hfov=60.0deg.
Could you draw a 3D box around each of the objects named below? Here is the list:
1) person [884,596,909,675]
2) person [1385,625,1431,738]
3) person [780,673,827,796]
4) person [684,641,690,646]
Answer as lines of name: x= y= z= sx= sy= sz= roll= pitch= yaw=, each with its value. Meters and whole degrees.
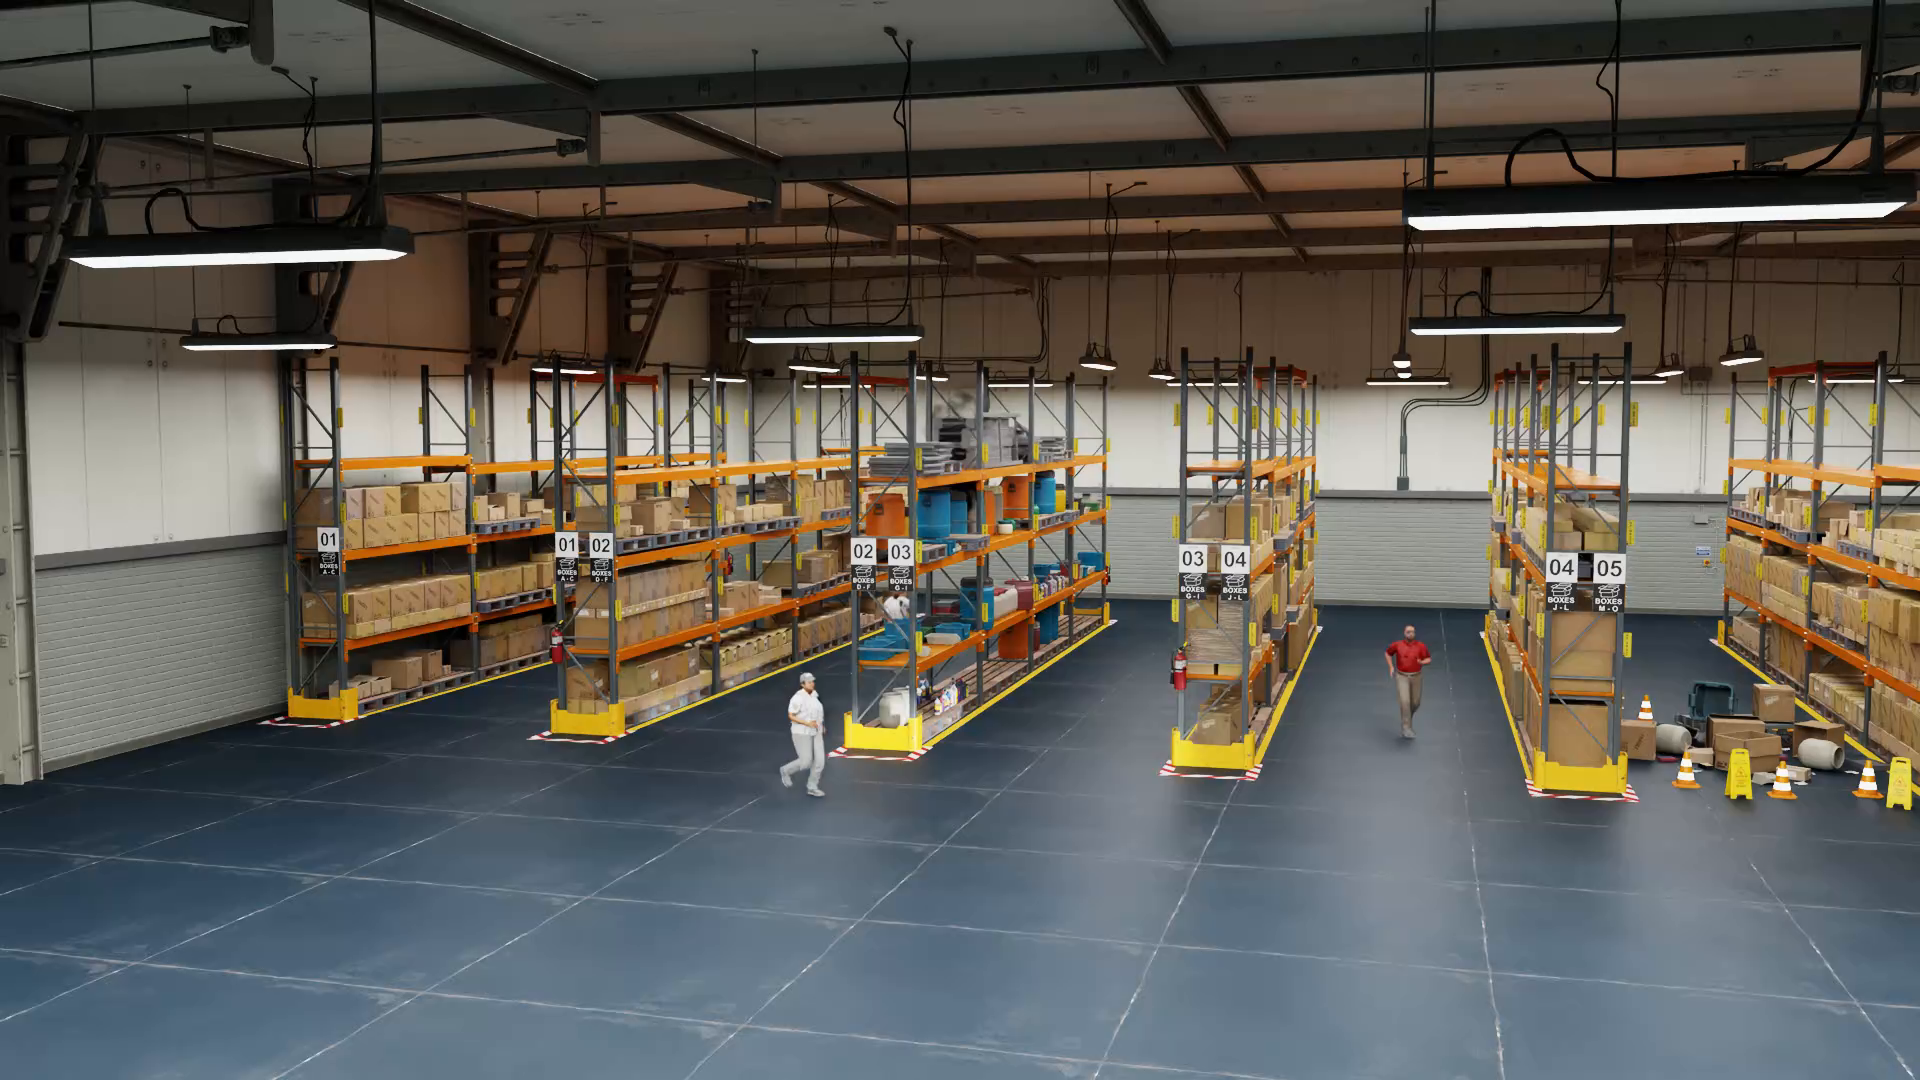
person: x=-1.167 y=1.756 z=30.663 sx=0.518 sy=1.465 sz=0.558 roll=1 pitch=4 yaw=16
person: x=7.080 y=2.197 z=26.231 sx=0.665 sy=1.706 sz=0.991 roll=0 pitch=4 yaw=1
person: x=-2.069 y=2.566 z=22.079 sx=0.668 sy=1.624 sz=0.558 roll=3 pitch=5 yaw=36
person: x=-5.585 y=1.732 z=33.783 sx=0.539 sy=1.591 sz=0.831 roll=1 pitch=4 yaw=7
